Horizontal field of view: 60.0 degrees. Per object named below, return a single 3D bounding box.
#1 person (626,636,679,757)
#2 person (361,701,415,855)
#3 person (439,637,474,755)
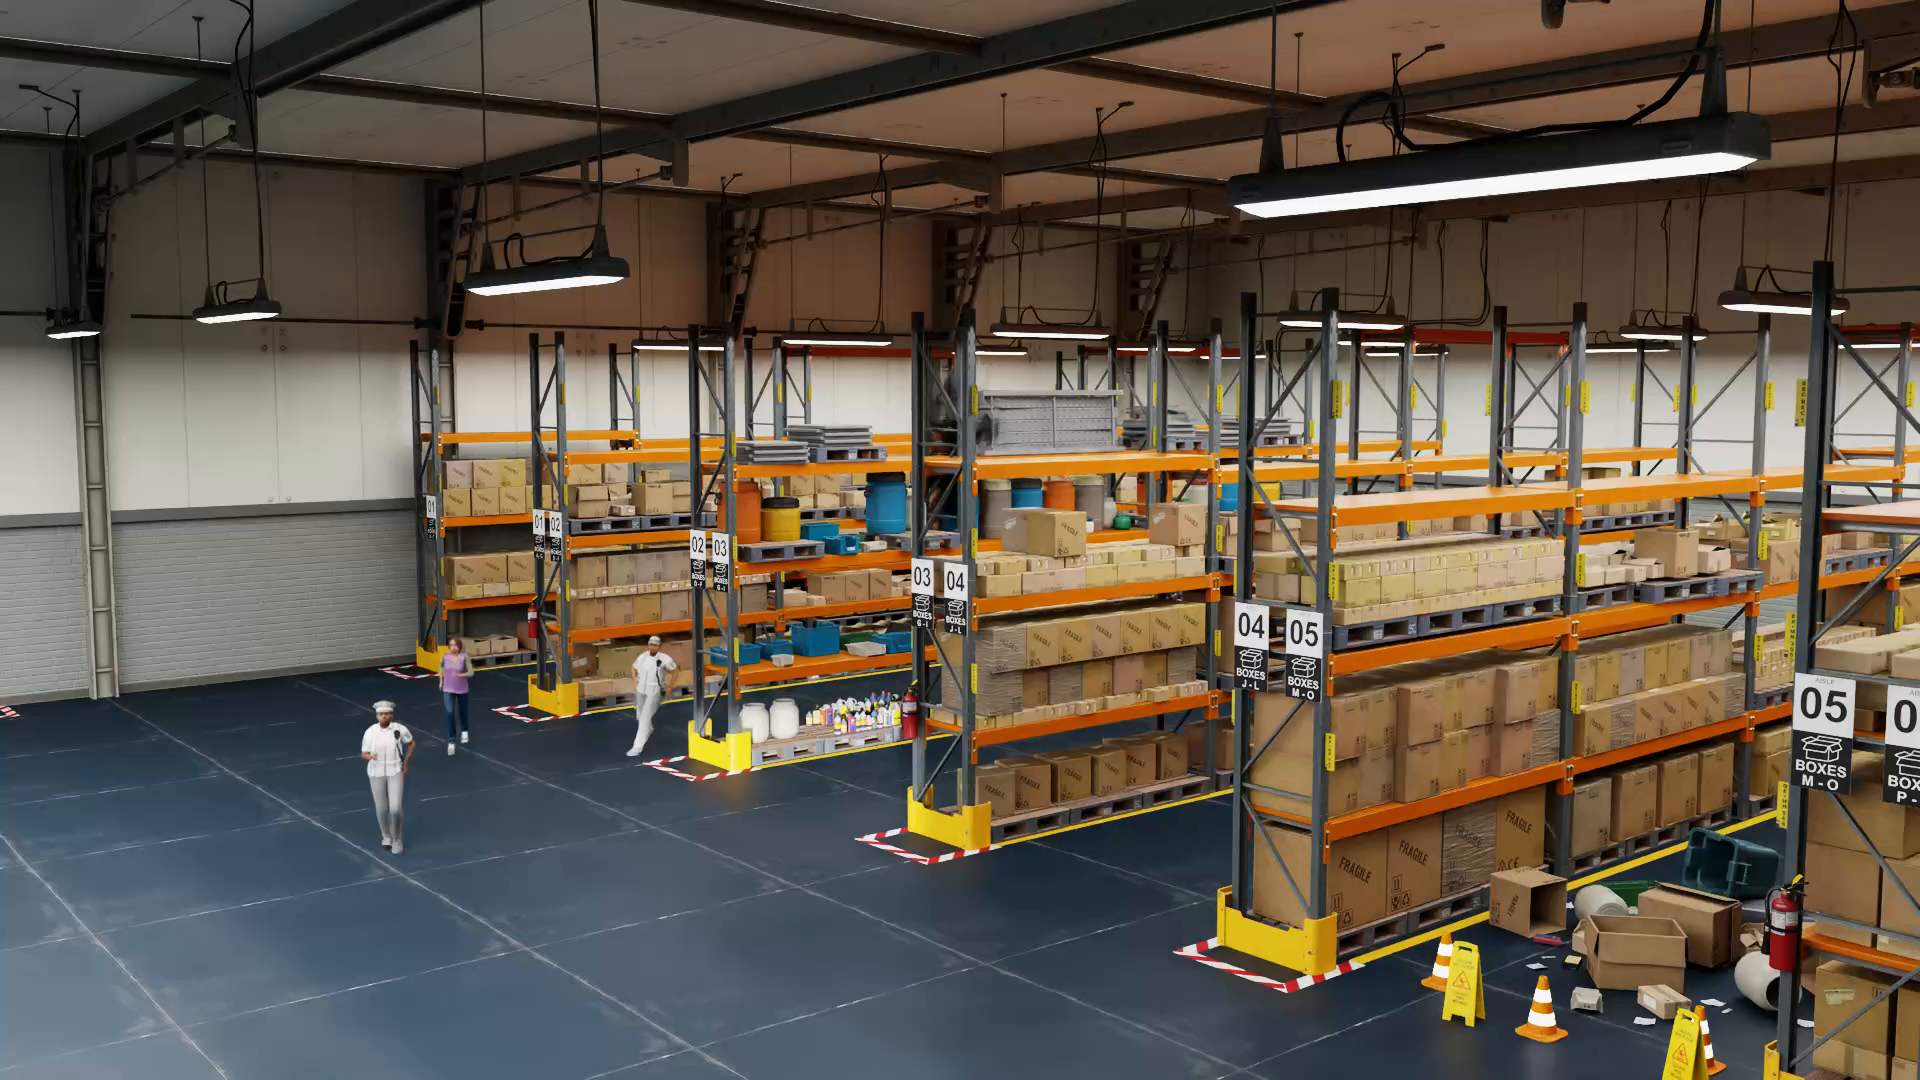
[{"bbox_3d":[-4.377,2.165,23.499,0.691,1.635,0.926,2,6,17],"label":"person"},{"bbox_3d":[-6.330,2.631,18.398,0.555,1.730,0.663,-1,5,-13],"label":"person"},{"bbox_3d":[-7.134,2.163,23.571,0.515,1.612,0.842,-1,5,-9],"label":"person"}]
